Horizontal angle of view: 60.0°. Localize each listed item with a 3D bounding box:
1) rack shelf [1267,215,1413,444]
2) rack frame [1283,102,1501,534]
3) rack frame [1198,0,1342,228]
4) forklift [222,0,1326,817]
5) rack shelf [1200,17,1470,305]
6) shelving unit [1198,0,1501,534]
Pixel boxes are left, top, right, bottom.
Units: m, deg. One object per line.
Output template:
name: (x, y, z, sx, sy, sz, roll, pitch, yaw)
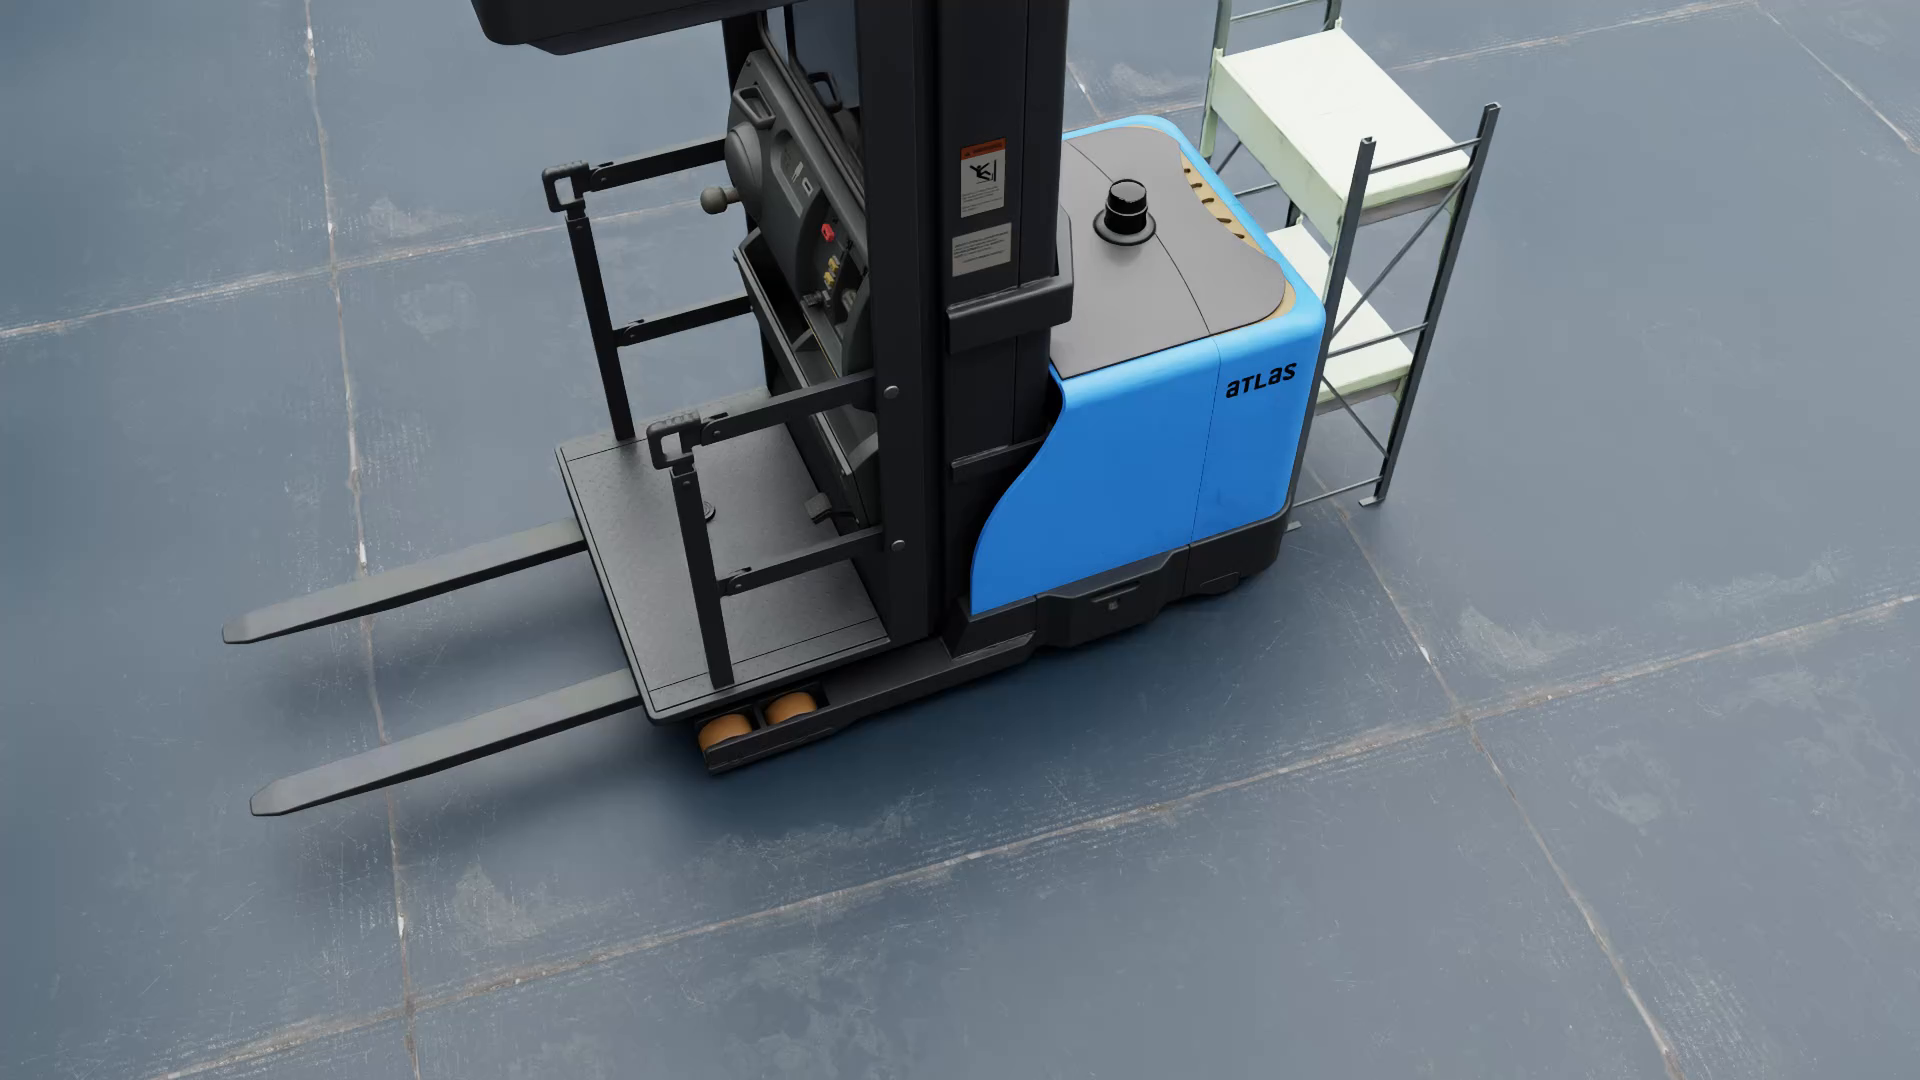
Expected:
rack shelf: (1.043, -0.612, 5.211, 0.431, 0.370, 0.720, -18, 52, -14)
rack frame: (1.183, -0.564, 4.744, 0.400, 1.500, 0.023, -18, 52, -14)
rack frame: (0.902, -1.080, 5.180, 0.400, 1.500, 0.023, -18, 52, -14)
forklift: (-0.582, -0.760, 3.973, 3.031, 2.935, 1.130, -18, 52, -14)
rack shelf: (1.043, -1.074, 4.664, 0.431, 0.370, 0.720, -18, 52, -14)
shelving unit: (1.043, -0.822, 4.962, 0.431, 1.500, 0.755, -18, 52, -14)
